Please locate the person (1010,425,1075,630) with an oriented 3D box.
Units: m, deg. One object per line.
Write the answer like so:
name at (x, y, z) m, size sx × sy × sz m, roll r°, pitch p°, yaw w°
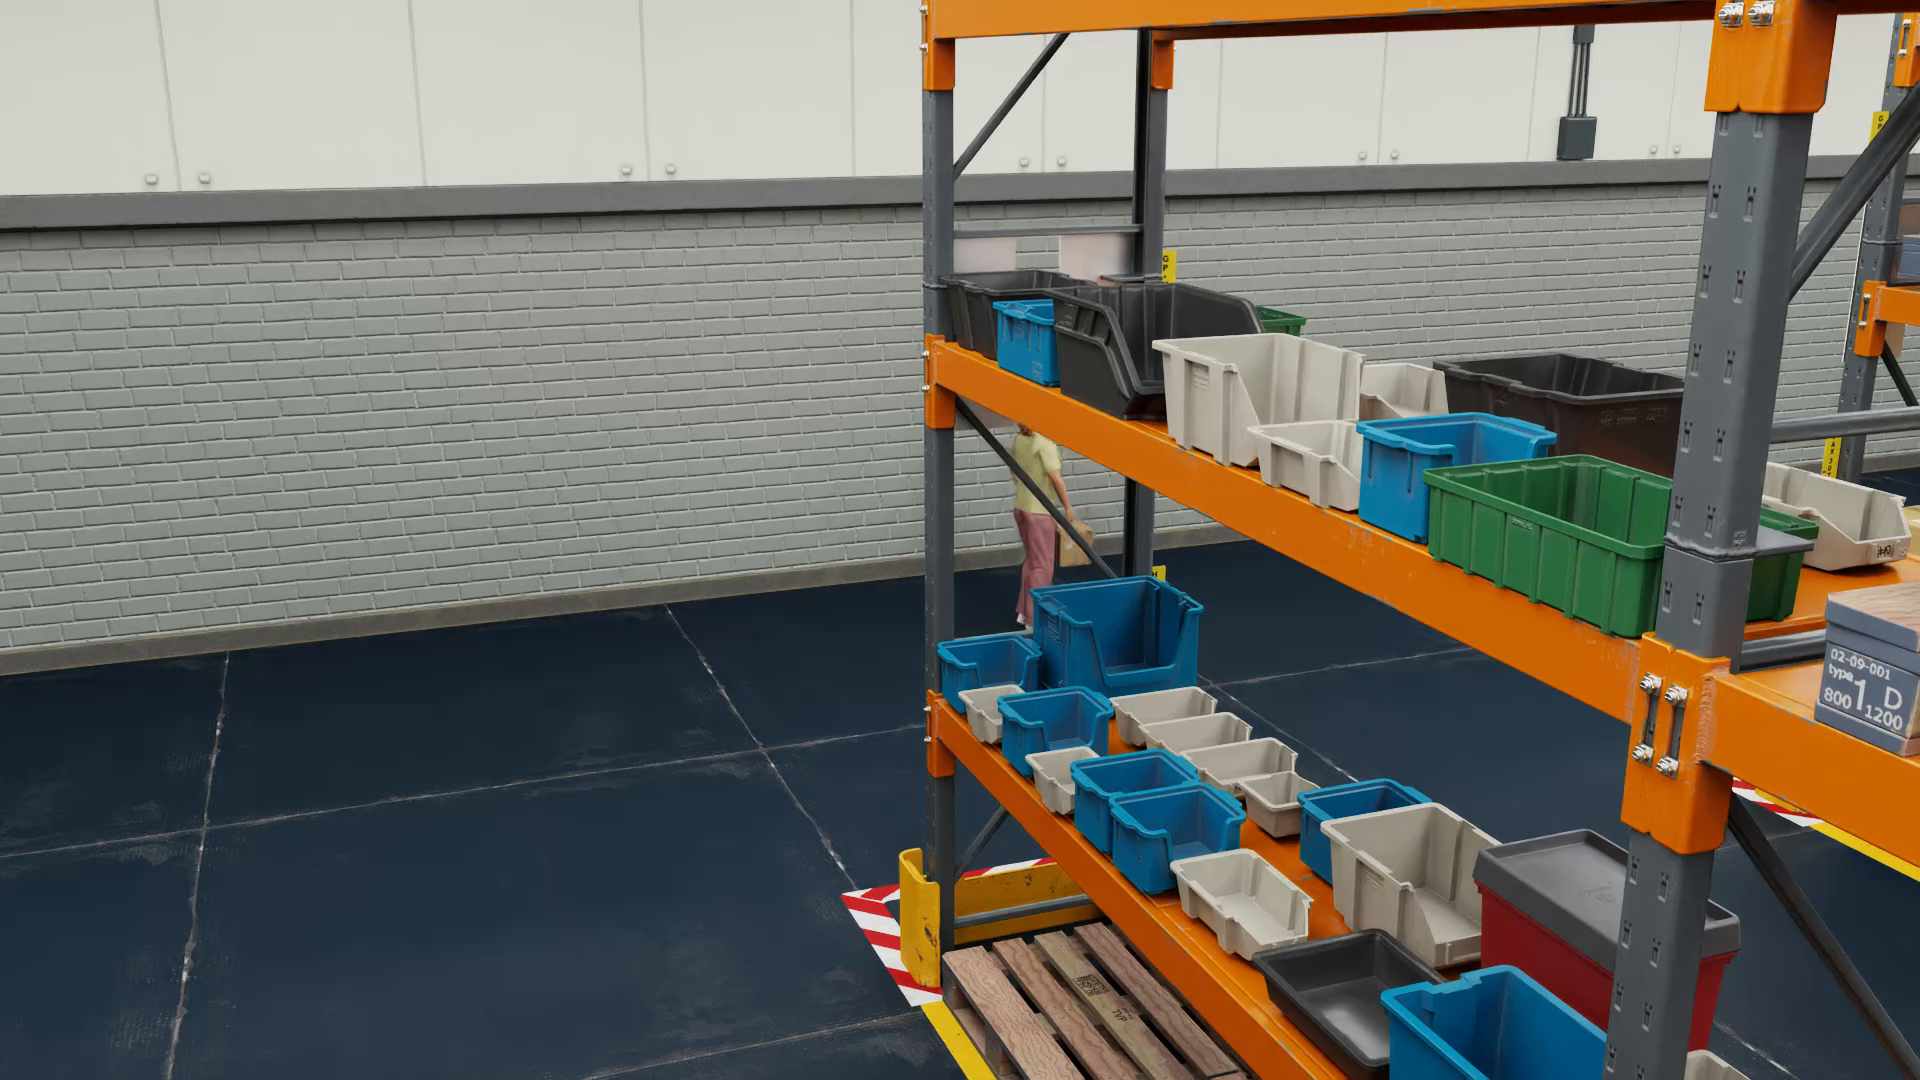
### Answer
person at (0.562, -0.183, 11.693) m, size 0.375 × 1.678 × 0.524 m, roll -9°, pitch 18°, yaw -30°
